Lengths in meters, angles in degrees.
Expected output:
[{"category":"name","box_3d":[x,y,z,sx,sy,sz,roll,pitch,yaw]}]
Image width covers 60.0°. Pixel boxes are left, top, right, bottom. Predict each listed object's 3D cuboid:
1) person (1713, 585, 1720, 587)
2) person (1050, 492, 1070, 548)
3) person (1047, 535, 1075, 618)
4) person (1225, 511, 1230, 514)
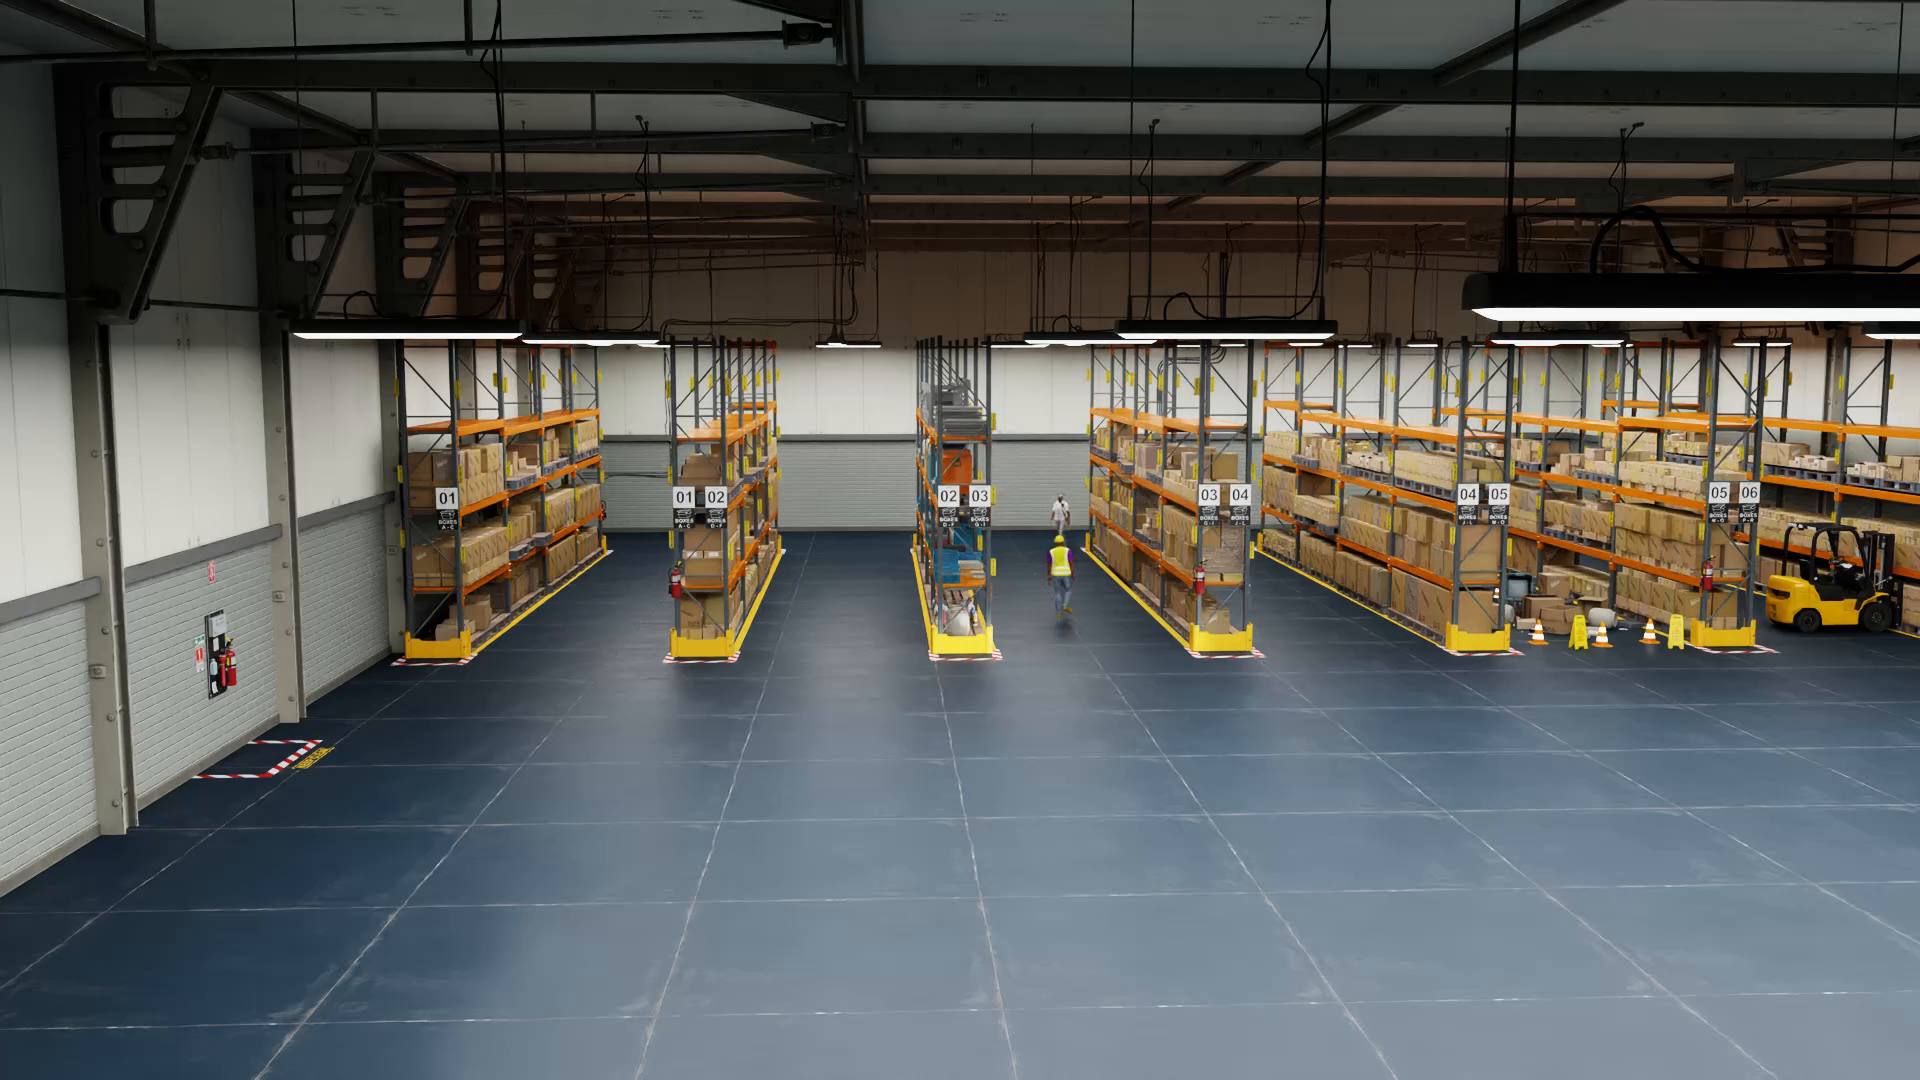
[{"category":"person","box_3d":[16.359,0.849,36.310,0.533,1.537,0.704,0,6,0]},{"category":"person","box_3d":[2.893,-0.580,48.199,0.479,1.608,1.022,4,7,29]},{"category":"person","box_3d":[2.175,0.778,35.827,0.618,1.753,0.518,1,7,9]},{"category":"person","box_3d":[7.117,-0.300,45.783,0.752,1.680,0.667,1,7,6]}]
